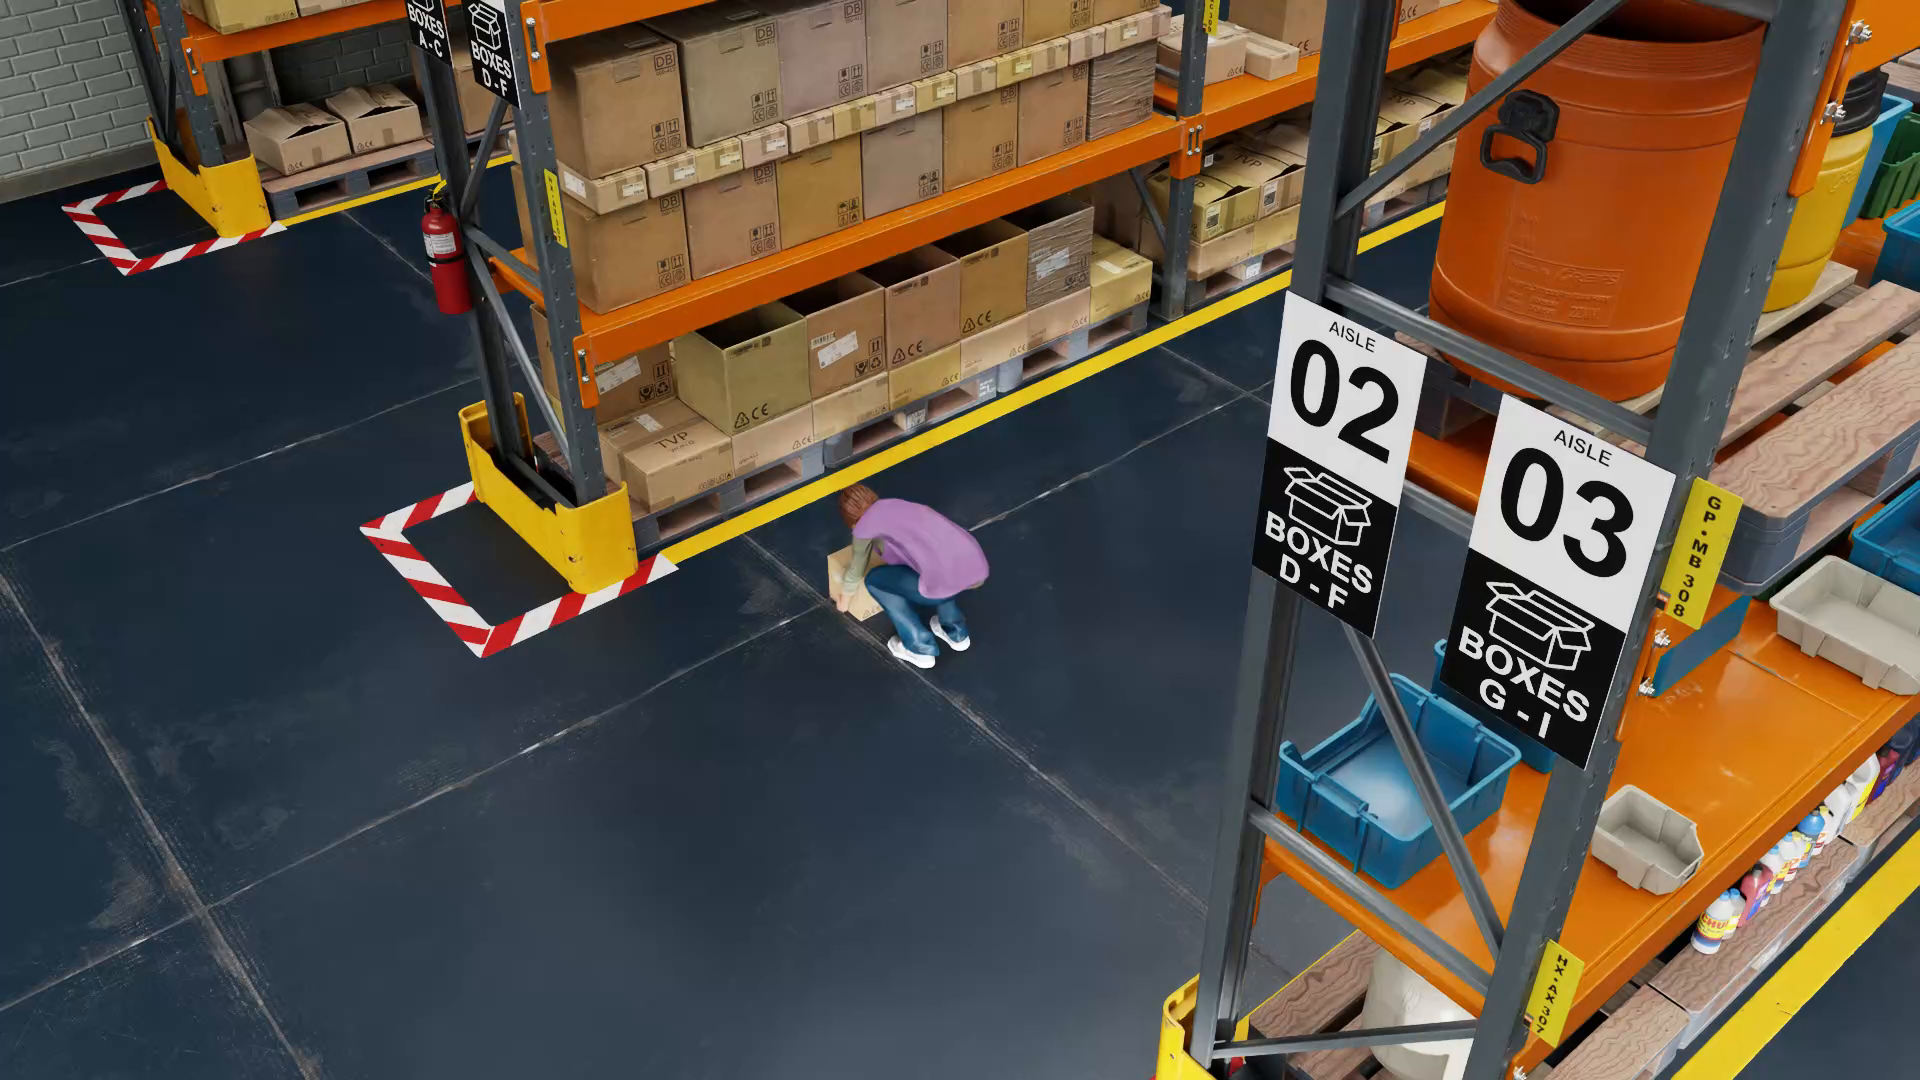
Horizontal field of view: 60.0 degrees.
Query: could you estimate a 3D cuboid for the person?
[{"bbox_3d":[-0.239,0.158,7.636,0.422,0.737,0.873,-28,45,-32],"label":"person"}]
